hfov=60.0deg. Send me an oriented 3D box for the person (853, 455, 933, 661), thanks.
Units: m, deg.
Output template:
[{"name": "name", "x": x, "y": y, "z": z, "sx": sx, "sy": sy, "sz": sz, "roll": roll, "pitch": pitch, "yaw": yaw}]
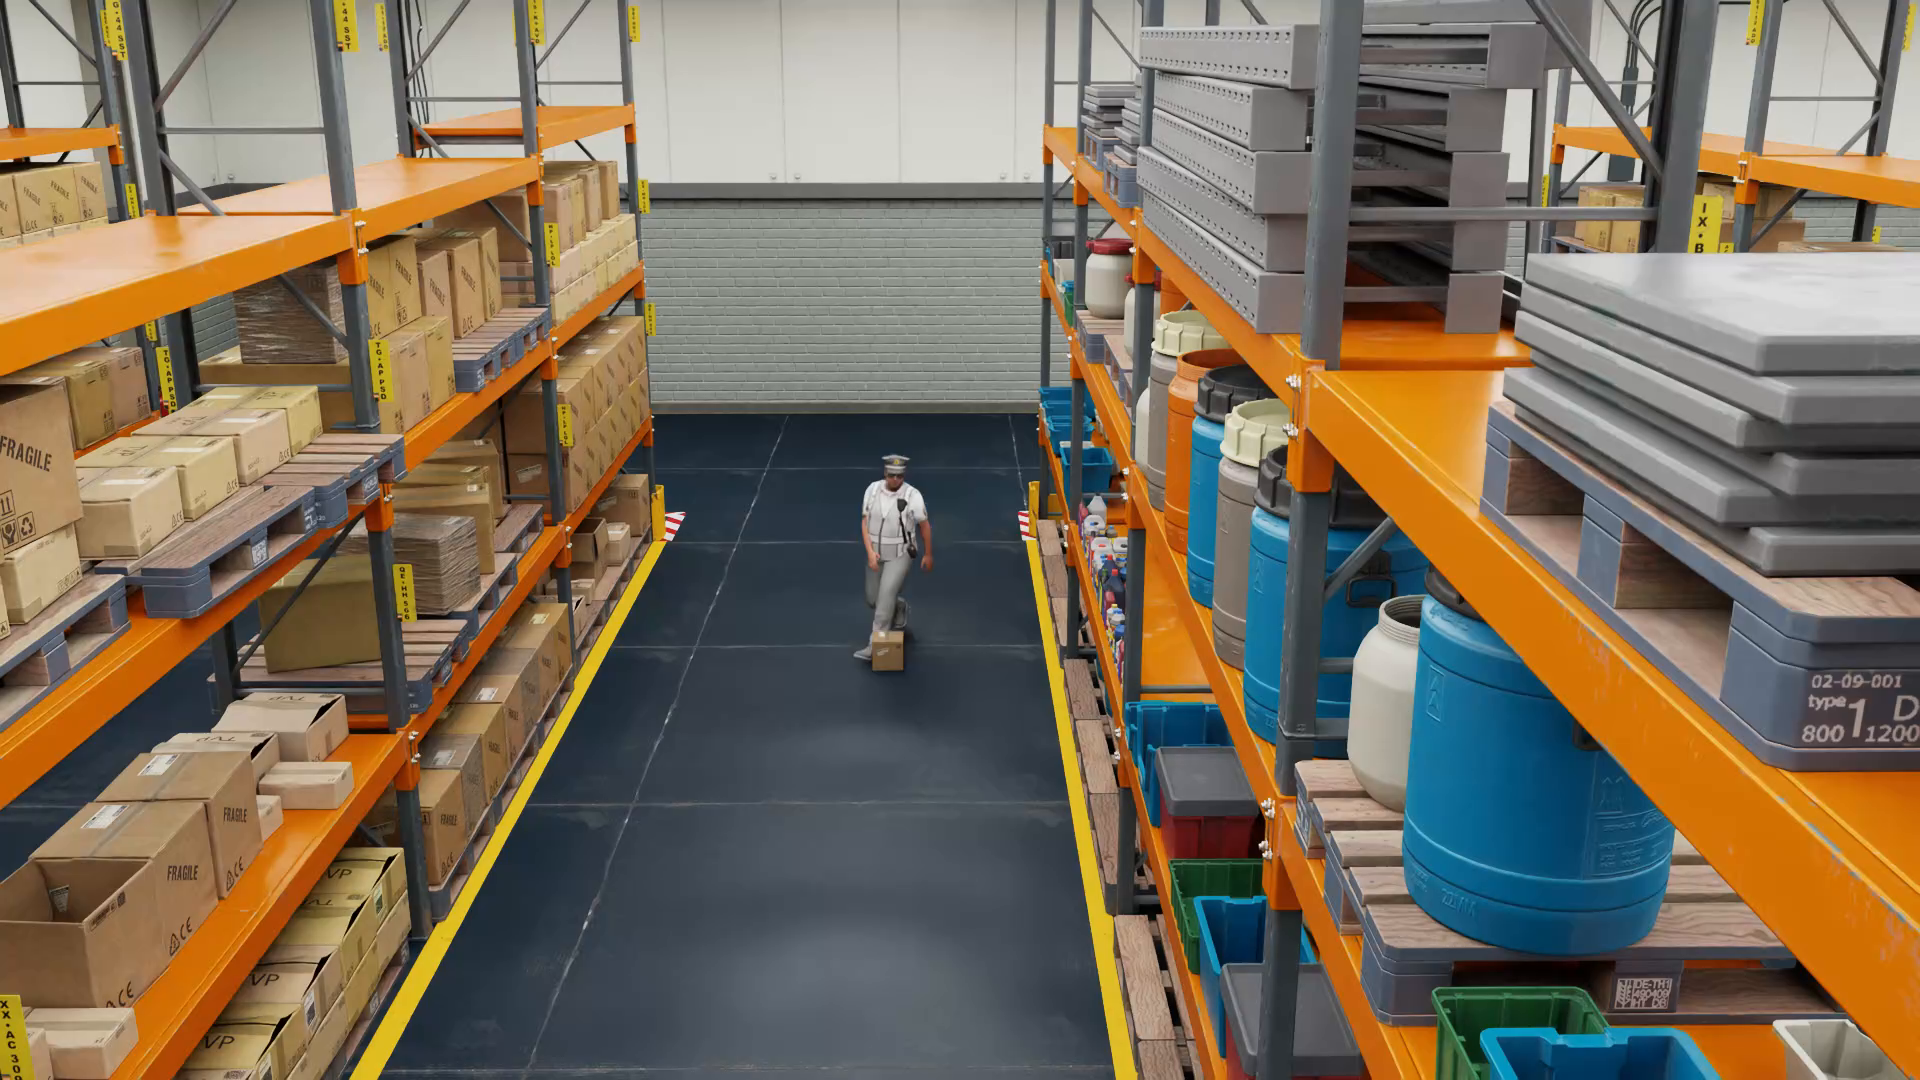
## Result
[{"name": "person", "x": -0.601, "y": 0.115, "z": 13.804, "sx": 0.534, "sy": 1.657, "sz": 1.033, "roll": 8, "pitch": 19, "yaw": 25}]
